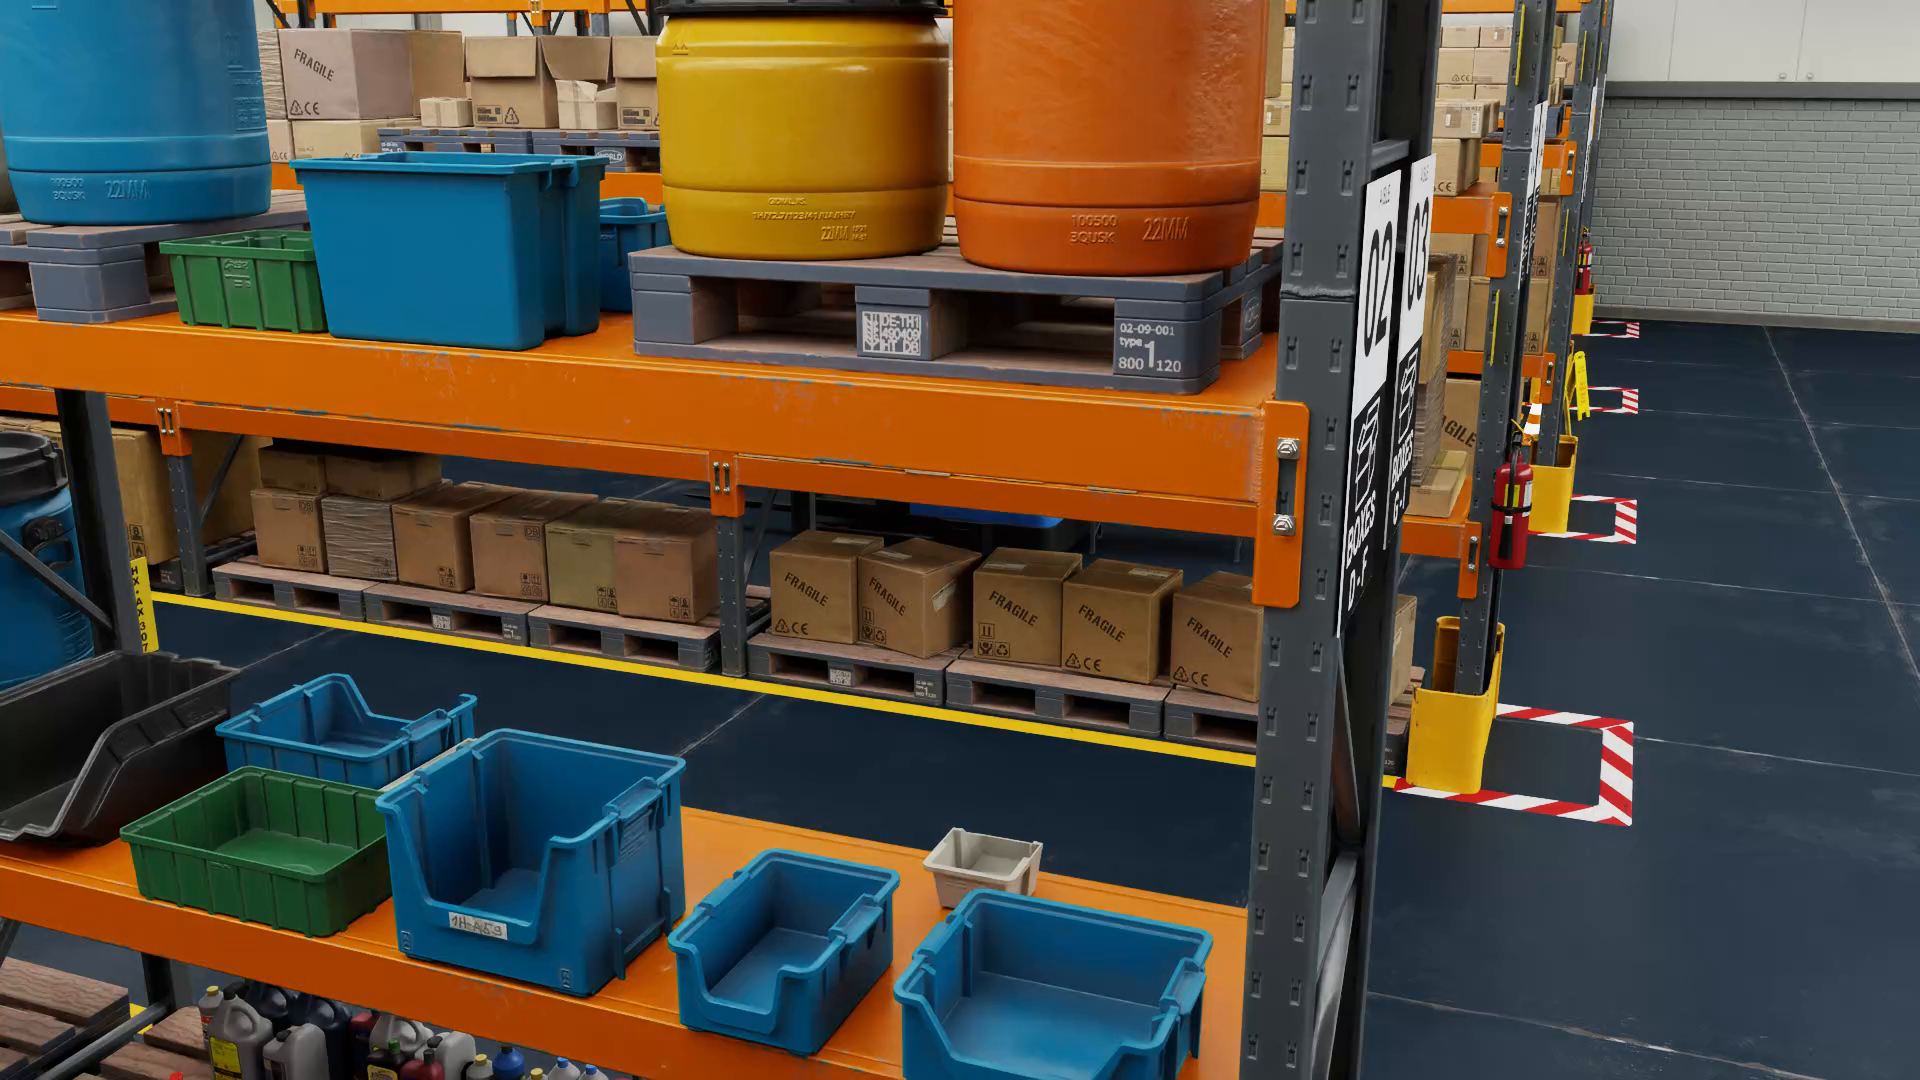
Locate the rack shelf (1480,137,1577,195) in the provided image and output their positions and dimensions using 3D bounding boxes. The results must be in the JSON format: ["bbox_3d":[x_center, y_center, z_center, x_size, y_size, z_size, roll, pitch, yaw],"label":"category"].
[{"bbox_3d":[2.655,-2.952,12.873,4.000,0.370,1.077,6,17,21],"label":"rack shelf"}]

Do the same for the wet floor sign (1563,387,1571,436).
[{"bbox_3d":[5.269,-1.033,14.573,0.232,0.644,0.267,3,17,11],"label":"wet floor sign"}]

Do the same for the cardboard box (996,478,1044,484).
[{"bbox_3d":[0.370,-0.415,8.674,0.250,0.149,0.380,6,17,21],"label":"cardboard box"}]

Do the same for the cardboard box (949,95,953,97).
[{"bbox_3d":[0.035,-2.312,8.930,0.250,0.149,0.380,6,17,19],"label":"cardboard box"}]

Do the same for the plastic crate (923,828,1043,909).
[{"bbox_3d":[0.070,0.860,4.305,0.250,0.136,0.298,6,17,21],"label":"plastic crate"}]

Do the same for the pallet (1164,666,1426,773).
[{"bbox_3d":[1.788,0.863,8.824,1.213,0.211,1.003,6,17,21],"label":"pallet"}]

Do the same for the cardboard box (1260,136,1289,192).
[{"bbox_3d":[1.594,-1.779,7.810,0.500,0.250,0.500,6,17,21],"label":"cardboard box"}]

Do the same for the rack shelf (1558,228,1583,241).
[{"bbox_3d":[6.195,-4.094,22.185,4.000,0.370,1.077,6,17,21],"label":"rack shelf"}]

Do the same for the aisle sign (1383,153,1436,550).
[{"bbox_3d":[0.959,-0.409,3.540,0.004,0.787,0.394,6,17,21],"label":"aisle sign"}]

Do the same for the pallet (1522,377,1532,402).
[{"bbox_3d":[5.424,-1.708,17.677,1.213,0.211,1.003,6,17,21],"label":"pallet"}]

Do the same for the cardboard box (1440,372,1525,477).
[{"bbox_3d":[3.860,-0.886,12.904,0.875,0.875,0.875,6,17,21],"label":"cardboard box"}]

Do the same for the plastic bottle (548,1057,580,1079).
[{"bbox_3d":[-1.200,1.695,5.058,0.097,0.271,0.097,0,16,0],"label":"plastic bottle"}]

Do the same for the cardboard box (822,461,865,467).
[{"bbox_3d":[-0.559,-0.518,9.028,0.250,0.149,0.380,6,17,21],"label":"cardboard box"}]

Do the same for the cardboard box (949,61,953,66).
[{"bbox_3d":[-0.021,-6.768,23.748,0.250,0.149,0.380,6,17,19],"label":"cardboard box"}]

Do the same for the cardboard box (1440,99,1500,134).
[{"bbox_3d":[2.430,-2.025,7.941,0.250,0.149,0.380,6,17,20],"label":"cardboard box"}]

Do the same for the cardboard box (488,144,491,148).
[{"bbox_3d":[-5.762,-5.046,21.039,0.250,0.149,0.380,6,17,21],"label":"cardboard box"}]

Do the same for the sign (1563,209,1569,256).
[{"bbox_3d":[4.303,-2.183,11.812,0.005,0.325,0.100,6,17,21],"label":"sign"}]

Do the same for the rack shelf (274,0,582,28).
[{"bbox_3d":[-6.786,-6.722,21.197,4.000,0.370,1.077,6,17,21],"label":"rack shelf"}]

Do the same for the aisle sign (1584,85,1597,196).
[{"bbox_3d":[4.692,-2.972,12.367,0.004,0.787,0.394,6,17,21],"label":"aisle sign"}]

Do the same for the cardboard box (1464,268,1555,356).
[{"bbox_3d":[4.154,-1.751,12.555,0.550,0.550,0.875,6,17,21],"label":"cardboard box"}]

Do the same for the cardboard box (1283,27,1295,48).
[{"bbox_3d":[2.424,-3.733,12.361,0.250,0.149,0.380,6,17,20],"label":"cardboard box"}]

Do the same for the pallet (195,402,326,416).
[{"bbox_3d":[-4.138,-1.058,10.780,1.003,0.211,1.213,6,17,21],"label":"pallet"}]

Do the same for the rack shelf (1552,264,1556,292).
[{"bbox_3d":[4.377,-2.806,17.749,4.000,0.370,1.077,6,17,21],"label":"rack shelf"}]

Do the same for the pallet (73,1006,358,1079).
[{"bbox_3d":[-2.327,1.917,5.190,1.213,0.211,1.003,6,17,21],"label":"pallet"}]

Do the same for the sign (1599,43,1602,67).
[{"bbox_3d":[7.843,-5.923,20.369,0.005,0.325,0.100,6,17,21],"label":"sign"}]

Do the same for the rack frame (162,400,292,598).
[{"bbox_3d":[-4.840,-1.195,10.910,0.127,3.000,1.000,6,17,21],"label":"rack frame"}]

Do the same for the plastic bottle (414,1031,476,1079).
[{"bbox_3d":[-1.603,1.657,5.182,0.135,0.276,0.152,7,17,22],"label":"plastic bottle"}]

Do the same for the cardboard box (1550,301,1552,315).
[{"bbox_3d":[7.502,-3.082,21.588,0.500,0.250,0.500,6,17,21],"label":"cardboard box"}]

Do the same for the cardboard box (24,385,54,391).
[{"bbox_3d":[-5.852,-1.282,11.029,0.500,0.500,0.500,6,17,20],"label":"cardboard box"}]

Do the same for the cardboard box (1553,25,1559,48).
[{"bbox_3d":[4.078,-3.552,11.735,0.250,0.149,0.380,6,17,21],"label":"cardboard box"}]

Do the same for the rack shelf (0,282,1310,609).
[{"bbox_3d":[-1.076,-0.392,4.053,4.000,0.370,1.077,6,17,21],"label":"rack shelf"}]

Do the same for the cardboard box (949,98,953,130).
[{"bbox_3d":[0.047,-2.126,8.290,0.250,0.149,0.380,6,17,20],"label":"cardboard box"}]

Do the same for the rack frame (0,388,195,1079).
[{"bbox_3d":[-2.937,0.499,5.075,0.127,3.000,1.000,6,17,21],"label":"rack frame"}]

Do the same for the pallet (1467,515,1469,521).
[{"bbox_3d":[3.743,-0.375,13.087,1.213,0.211,1.003,6,17,21],"label":"pallet"}]

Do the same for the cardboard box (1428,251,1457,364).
[{"bbox_3d":[2.190,-1.175,8.333,0.500,0.500,0.500,6,17,21],"label":"cardboard box"}]

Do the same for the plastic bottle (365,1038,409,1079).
[{"bbox_3d":[-1.767,1.665,5.141,0.133,0.283,0.061,6,17,21],"label":"plastic bottle"}]

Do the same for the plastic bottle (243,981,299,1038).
[{"bbox_3d":[-2.232,1.551,5.414,0.185,0.351,0.144,6,17,19],"label":"plastic bottle"}]

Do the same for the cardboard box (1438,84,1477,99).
[{"bbox_3d":[3.609,-3.220,12.024,0.250,0.149,0.380,7,17,21],"label":"cardboard box"}]

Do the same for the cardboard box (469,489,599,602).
[{"bbox_3d":[-2.640,0.024,10.404,0.500,0.500,0.700,5,17,16],"label":"cardboard box"}]

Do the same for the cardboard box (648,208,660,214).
[{"bbox_3d":[-1.807,-1.393,9.763,1.000,1.000,1.000,6,17,21],"label":"cardboard box"}]

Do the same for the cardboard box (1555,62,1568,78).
[{"bbox_3d":[5.815,-4.608,16.305,0.250,0.149,0.380,6,17,21],"label":"cardboard box"}]

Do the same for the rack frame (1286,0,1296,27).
[{"bbox_3d":[4.334,-7.525,21.953,0.127,3.000,1.000,6,17,21],"label":"rack frame"}]

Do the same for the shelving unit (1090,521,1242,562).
[{"bbox_3d":[1.485,-0.661,11.759,1.048,1.500,0.538,3,16,11],"label":"shelving unit"}]

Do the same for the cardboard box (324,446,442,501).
[{"bbox_3d":[-3.709,-0.454,10.705,0.500,0.250,0.500,8,18,27],"label":"cardboard box"}]

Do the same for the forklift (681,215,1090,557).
[{"bbox_3d":[-0.585,-1.473,11.990,3.031,2.935,1.130,6,17,21],"label":"forklift"}]

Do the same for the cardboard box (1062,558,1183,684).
[{"bbox_3d":[0.883,0.433,9.033,0.500,0.500,0.500,8,18,26],"label":"cardboard box"}]

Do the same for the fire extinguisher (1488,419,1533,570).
[{"bbox_3d":[2.539,-0.208,7.649,0.183,0.674,0.296,6,17,21],"label":"fire extinguisher"}]

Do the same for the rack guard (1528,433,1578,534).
[{"bbox_3d":[4.538,-0.450,12.826,0.348,0.500,1.175,6,17,21],"label":"rack guard"}]

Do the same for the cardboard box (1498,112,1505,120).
[{"bbox_3d":[5.325,-4.284,16.619,0.250,0.149,0.380,7,18,22],"label":"cardboard box"}]

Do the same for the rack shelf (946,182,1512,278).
[{"bbox_3d":[0.741,-1.676,8.477,4.000,0.370,1.077,6,17,21],"label":"rack shelf"}]

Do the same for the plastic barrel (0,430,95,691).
[{"bbox_3d":[-3.185,0.140,5.412,0.708,0.901,0.600,6,17,21],"label":"plastic barrel"}]

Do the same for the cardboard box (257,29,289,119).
[{"bbox_3d":[-4.027,-2.756,9.830,0.500,0.500,0.500,6,17,21],"label":"cardboard box"}]

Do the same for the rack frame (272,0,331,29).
[{"bbox_3d":[-8.646,-7.465,21.745,0.127,3.000,1.000,6,17,21],"label":"rack frame"}]

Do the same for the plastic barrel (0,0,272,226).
[{"bbox_3d":[-2.050,-1.255,4.082,0.708,0.901,0.600,6,17,21],"label":"plastic barrel"}]

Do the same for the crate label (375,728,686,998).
[{"bbox_3d":[-1.027,0.773,4.068,0.616,0.435,0.502,6,17,21],"label":"crate label"}]

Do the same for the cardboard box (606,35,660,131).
[{"bbox_3d":[-1.520,-2.551,9.263,0.637,0.503,0.797,5,17,18],"label":"cardboard box"}]

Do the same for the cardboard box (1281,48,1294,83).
[{"bbox_3d":[2.557,-3.546,12.430,0.500,0.250,0.500,6,17,21],"label":"cardboard box"}]

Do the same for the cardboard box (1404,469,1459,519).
[{"bbox_3d":[2.261,-0.232,8.042,0.250,0.149,0.380,6,17,21],"label":"cardboard box"}]

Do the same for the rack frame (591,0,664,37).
[{"bbox_3d":[-2.927,-5.352,14.469,0.127,3.000,1.000,6,17,21],"label":"rack frame"}]
